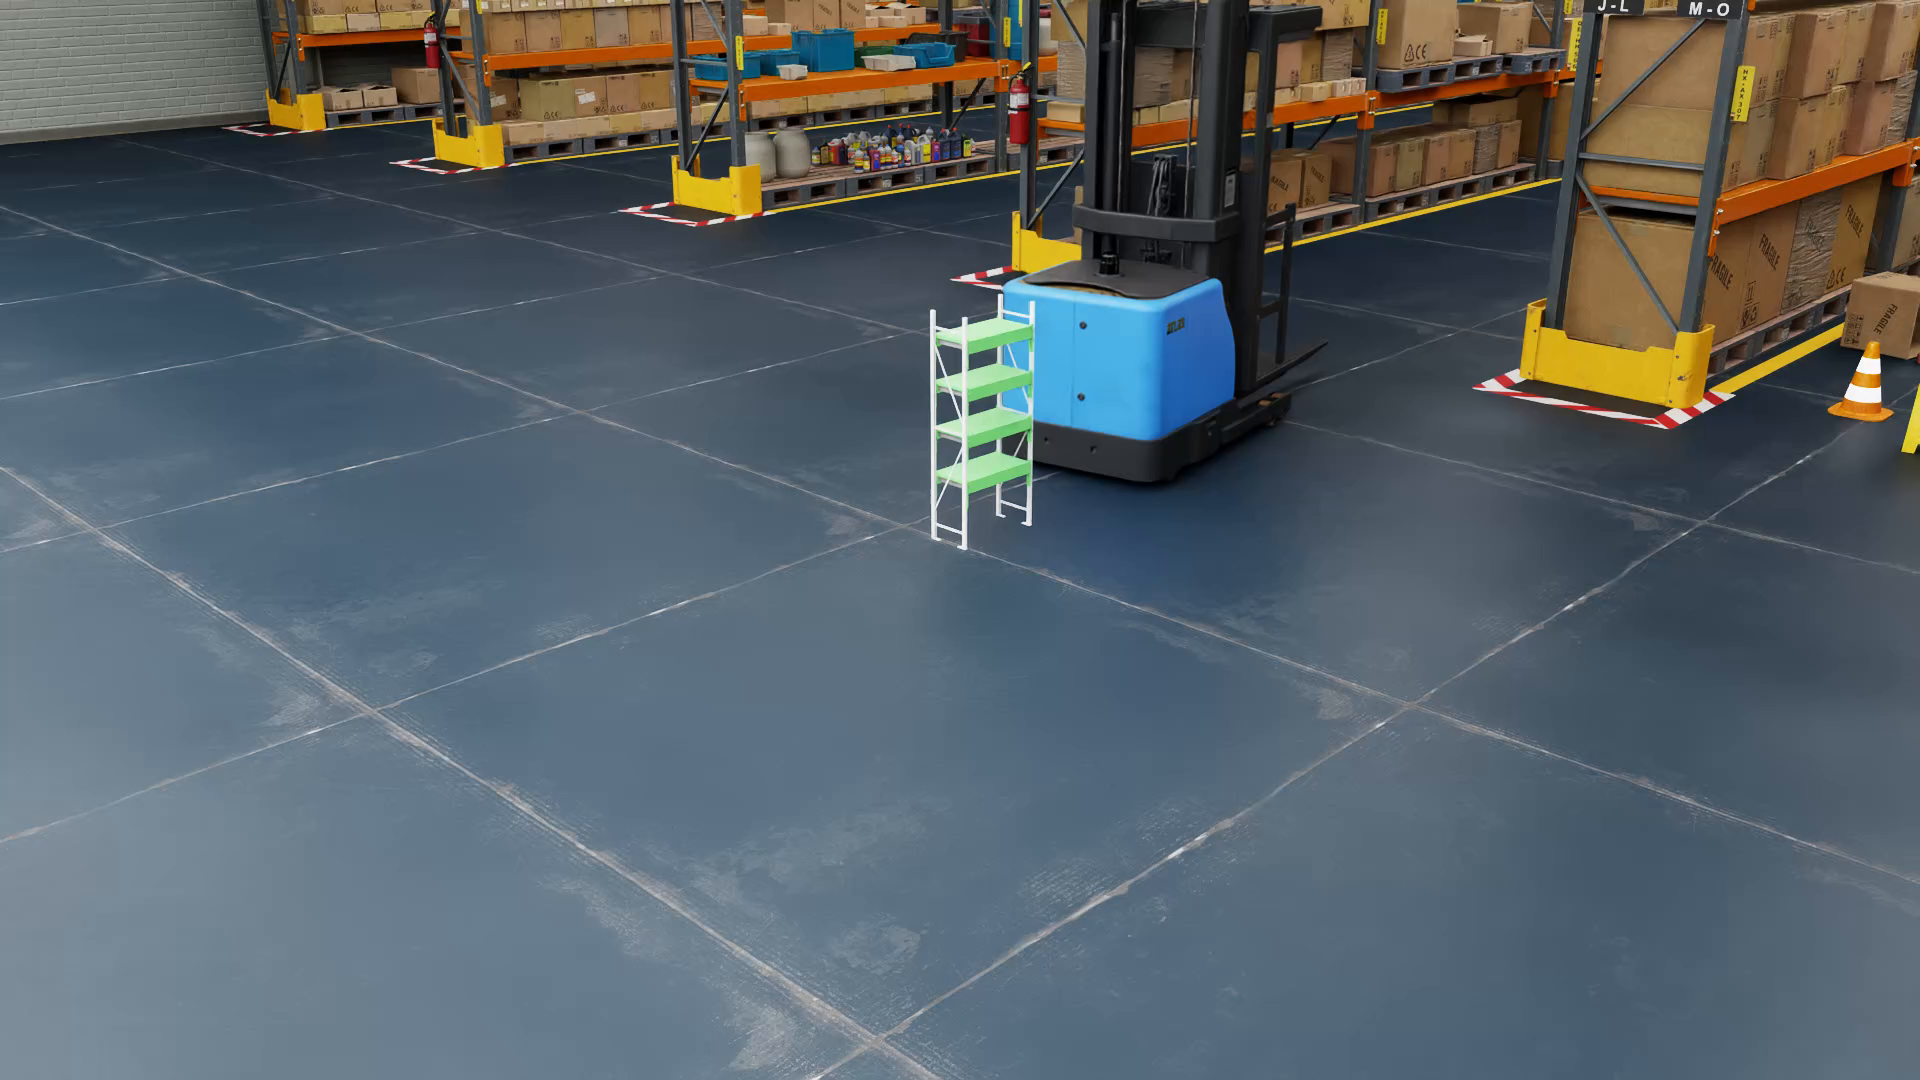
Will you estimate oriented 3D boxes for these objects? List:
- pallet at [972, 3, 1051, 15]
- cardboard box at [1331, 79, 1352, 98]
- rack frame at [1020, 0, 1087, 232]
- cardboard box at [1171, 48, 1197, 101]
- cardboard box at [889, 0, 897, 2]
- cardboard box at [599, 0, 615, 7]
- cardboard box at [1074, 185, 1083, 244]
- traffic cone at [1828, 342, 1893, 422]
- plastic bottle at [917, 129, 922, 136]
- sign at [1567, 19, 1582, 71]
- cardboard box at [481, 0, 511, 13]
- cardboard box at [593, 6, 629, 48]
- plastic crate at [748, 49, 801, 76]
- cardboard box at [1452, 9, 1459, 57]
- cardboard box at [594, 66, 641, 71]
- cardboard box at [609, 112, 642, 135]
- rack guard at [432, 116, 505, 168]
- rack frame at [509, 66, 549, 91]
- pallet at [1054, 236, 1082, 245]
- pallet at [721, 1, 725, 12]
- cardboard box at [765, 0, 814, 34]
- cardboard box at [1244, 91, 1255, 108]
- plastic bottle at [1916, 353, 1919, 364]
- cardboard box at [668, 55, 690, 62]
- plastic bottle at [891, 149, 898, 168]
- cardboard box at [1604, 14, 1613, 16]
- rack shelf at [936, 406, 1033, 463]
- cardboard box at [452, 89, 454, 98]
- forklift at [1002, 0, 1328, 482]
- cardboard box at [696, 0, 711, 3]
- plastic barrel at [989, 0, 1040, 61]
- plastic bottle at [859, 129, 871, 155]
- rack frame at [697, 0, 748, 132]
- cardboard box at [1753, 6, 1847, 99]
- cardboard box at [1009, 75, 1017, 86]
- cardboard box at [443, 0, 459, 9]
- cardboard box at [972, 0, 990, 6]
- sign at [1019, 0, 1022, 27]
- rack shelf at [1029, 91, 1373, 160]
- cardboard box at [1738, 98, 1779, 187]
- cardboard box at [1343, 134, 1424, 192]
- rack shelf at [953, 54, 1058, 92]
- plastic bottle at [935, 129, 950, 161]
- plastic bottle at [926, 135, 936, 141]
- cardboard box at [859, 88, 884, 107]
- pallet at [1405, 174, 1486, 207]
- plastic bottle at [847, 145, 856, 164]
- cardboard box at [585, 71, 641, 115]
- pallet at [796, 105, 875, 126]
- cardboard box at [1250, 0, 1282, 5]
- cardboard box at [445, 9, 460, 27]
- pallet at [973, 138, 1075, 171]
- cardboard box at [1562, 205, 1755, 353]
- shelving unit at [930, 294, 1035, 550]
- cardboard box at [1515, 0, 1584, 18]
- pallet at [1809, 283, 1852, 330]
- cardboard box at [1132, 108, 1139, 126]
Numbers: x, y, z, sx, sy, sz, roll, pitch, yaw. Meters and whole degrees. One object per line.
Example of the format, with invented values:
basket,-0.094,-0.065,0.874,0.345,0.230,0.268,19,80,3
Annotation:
pallet,0.763,-8.653,27.173,1.003,0.211,1.213,19,28,41
cardboard box,3.593,-4.425,16.256,0.380,0.149,0.250,19,28,41
rack frame,0.924,-3.705,14.032,1.000,3.000,0.127,19,28,41
cardboard box,1.590,-4.183,14.723,0.875,0.500,0.500,19,28,41
cardboard box,-1.385,-10.243,31.364,0.380,0.149,0.250,20,28,41
cardboard box,-4.671,-6.976,21.500,0.380,0.149,0.250,20,28,41
cardboard box,1.371,-2.890,14.812,0.500,0.500,0.500,-14,25,-32
traffic cone,5.795,-1.034,10.620,0.336,0.463,0.334,19,28,41
plastic bottle,-0.500,-4.821,20.110,0.061,0.283,0.133,19,28,41
sign,4.028,-3.228,10.847,0.100,0.325,0.005,19,28,41
cardboard box,-5.744,-6.581,20.473,0.380,0.149,0.250,19,28,40
cardboard box,-4.759,-6.747,21.808,0.500,0.500,0.700,-19,28,-40
plastic crate,-2.033,-5.244,18.244,0.499,0.251,0.408,19,28,41
cardboard box,4.857,-5.446,17.832,0.637,0.503,0.797,-17,27,-37
cardboard box,-4.626,-6.178,22.668,0.500,0.500,0.500,19,28,41
cardboard box,-4.590,-5.565,22.119,0.500,0.250,0.500,19,28,41
rack guard,-6.188,-5.012,20.917,1.175,0.500,0.348,19,28,41
rack frame,-6.933,-8.452,26.383,1.000,3.000,0.127,19,28,41
pallet,1.569,-2.622,15.103,1.003,0.211,1.213,19,28,41
pallet,-4.563,-9.181,28.547,1.213,0.211,1.003,19,28,41
cardboard box,-2.466,-7.588,23.997,0.500,0.500,0.500,-18,27,-38
cardboard box,2.488,-4.060,15.306,0.380,0.149,0.250,19,28,41
plastic bottle,6.961,-1.275,11.806,0.283,0.061,0.133,9,23,23
cardboard box,-5.050,-8.217,28.644,0.700,0.500,0.500,19,28,41
plastic bottle,-0.759,-4.371,19.052,0.097,0.201,0.097,0,21,0
cardboard box,7.751,-6.130,20.203,0.500,0.500,0.500,19,28,40
rack shelf,0.115,-0.543,8.493,0.258,0.148,0.480,19,28,41
cardboard box,-8.063,-6.920,25.759,0.380,0.149,0.250,17,27,36
forklift,1.454,-2.162,10.114,1.130,2.935,3.031,13,25,31
cardboard box,-3.591,-7.376,22.540,0.380,0.149,0.250,19,28,40
plastic barrel,0.652,-6.230,19.903,0.600,0.901,0.708,19,28,41
plastic bottle,-1.123,-4.680,19.648,0.144,0.351,0.185,19,28,40
rack frame,-3.381,-7.213,23.160,1.000,3.000,0.127,19,28,41
cardboard box,5.499,-3.371,11.451,0.875,0.550,0.550,19,28,41
cardboard box,0.646,-7.589,27.009,0.500,0.500,0.500,19,28,40
cardboard box,-7.744,-8.286,25.087,0.500,0.500,0.500,18,28,39
cardboard box,0.543,-8.861,26.724,0.500,0.500,0.700,-14,25,-32
sign,0.540,-4.537,14.142,0.100,0.325,0.005,19,28,41
rack shelf,2.319,-3.883,15.498,1.077,0.370,4.000,19,28,41
cardboard box,5.001,-2.761,11.367,0.875,0.550,0.550,19,28,41
cardboard box,4.504,-4.042,17.780,0.700,0.500,0.500,19,28,40
rack shelf,1.560,-6.151,21.399,1.077,0.370,4.000,19,28,41
plastic bottle,-0.211,-4.654,19.582,0.144,0.351,0.185,18,27,38
plastic bottle,-0.335,-4.650,19.675,0.152,0.276,0.135,19,28,41
cardboard box,-1.493,-6.696,25.061,0.500,0.250,0.500,-19,28,-41
pallet,5.107,-3.947,18.549,1.003,0.211,1.213,19,28,41
plastic bottle,-1.263,-4.492,19.369,0.097,0.201,0.097,0,21,0
cardboard box,-4.590,-5.915,21.984,0.500,0.500,0.500,19,28,41
pallet,-2.044,-6.426,24.998,1.003,0.211,1.213,19,28,41
cardboard box,2.549,-4.816,14.975,0.500,0.500,0.500,19,28,41
cardboard box,-7.740,-7.934,25.218,0.500,0.250,0.500,19,28,40
pallet,0.685,-4.882,20.983,1.003,0.211,1.213,19,28,41
cardboard box,4.832,-1.832,11.537,0.875,0.875,0.875,19,28,41
shelving unit,0.115,-0.603,8.470,0.258,1.200,0.503,19,28,41
cardboard box,7.026,-6.460,19.663,0.637,0.503,0.797,-19,28,-40
pallet,6.611,-1.988,13.452,1.003,0.211,1.213,19,28,41
cardboard box,1.293,-3.601,14.112,0.380,0.149,0.250,19,28,41
